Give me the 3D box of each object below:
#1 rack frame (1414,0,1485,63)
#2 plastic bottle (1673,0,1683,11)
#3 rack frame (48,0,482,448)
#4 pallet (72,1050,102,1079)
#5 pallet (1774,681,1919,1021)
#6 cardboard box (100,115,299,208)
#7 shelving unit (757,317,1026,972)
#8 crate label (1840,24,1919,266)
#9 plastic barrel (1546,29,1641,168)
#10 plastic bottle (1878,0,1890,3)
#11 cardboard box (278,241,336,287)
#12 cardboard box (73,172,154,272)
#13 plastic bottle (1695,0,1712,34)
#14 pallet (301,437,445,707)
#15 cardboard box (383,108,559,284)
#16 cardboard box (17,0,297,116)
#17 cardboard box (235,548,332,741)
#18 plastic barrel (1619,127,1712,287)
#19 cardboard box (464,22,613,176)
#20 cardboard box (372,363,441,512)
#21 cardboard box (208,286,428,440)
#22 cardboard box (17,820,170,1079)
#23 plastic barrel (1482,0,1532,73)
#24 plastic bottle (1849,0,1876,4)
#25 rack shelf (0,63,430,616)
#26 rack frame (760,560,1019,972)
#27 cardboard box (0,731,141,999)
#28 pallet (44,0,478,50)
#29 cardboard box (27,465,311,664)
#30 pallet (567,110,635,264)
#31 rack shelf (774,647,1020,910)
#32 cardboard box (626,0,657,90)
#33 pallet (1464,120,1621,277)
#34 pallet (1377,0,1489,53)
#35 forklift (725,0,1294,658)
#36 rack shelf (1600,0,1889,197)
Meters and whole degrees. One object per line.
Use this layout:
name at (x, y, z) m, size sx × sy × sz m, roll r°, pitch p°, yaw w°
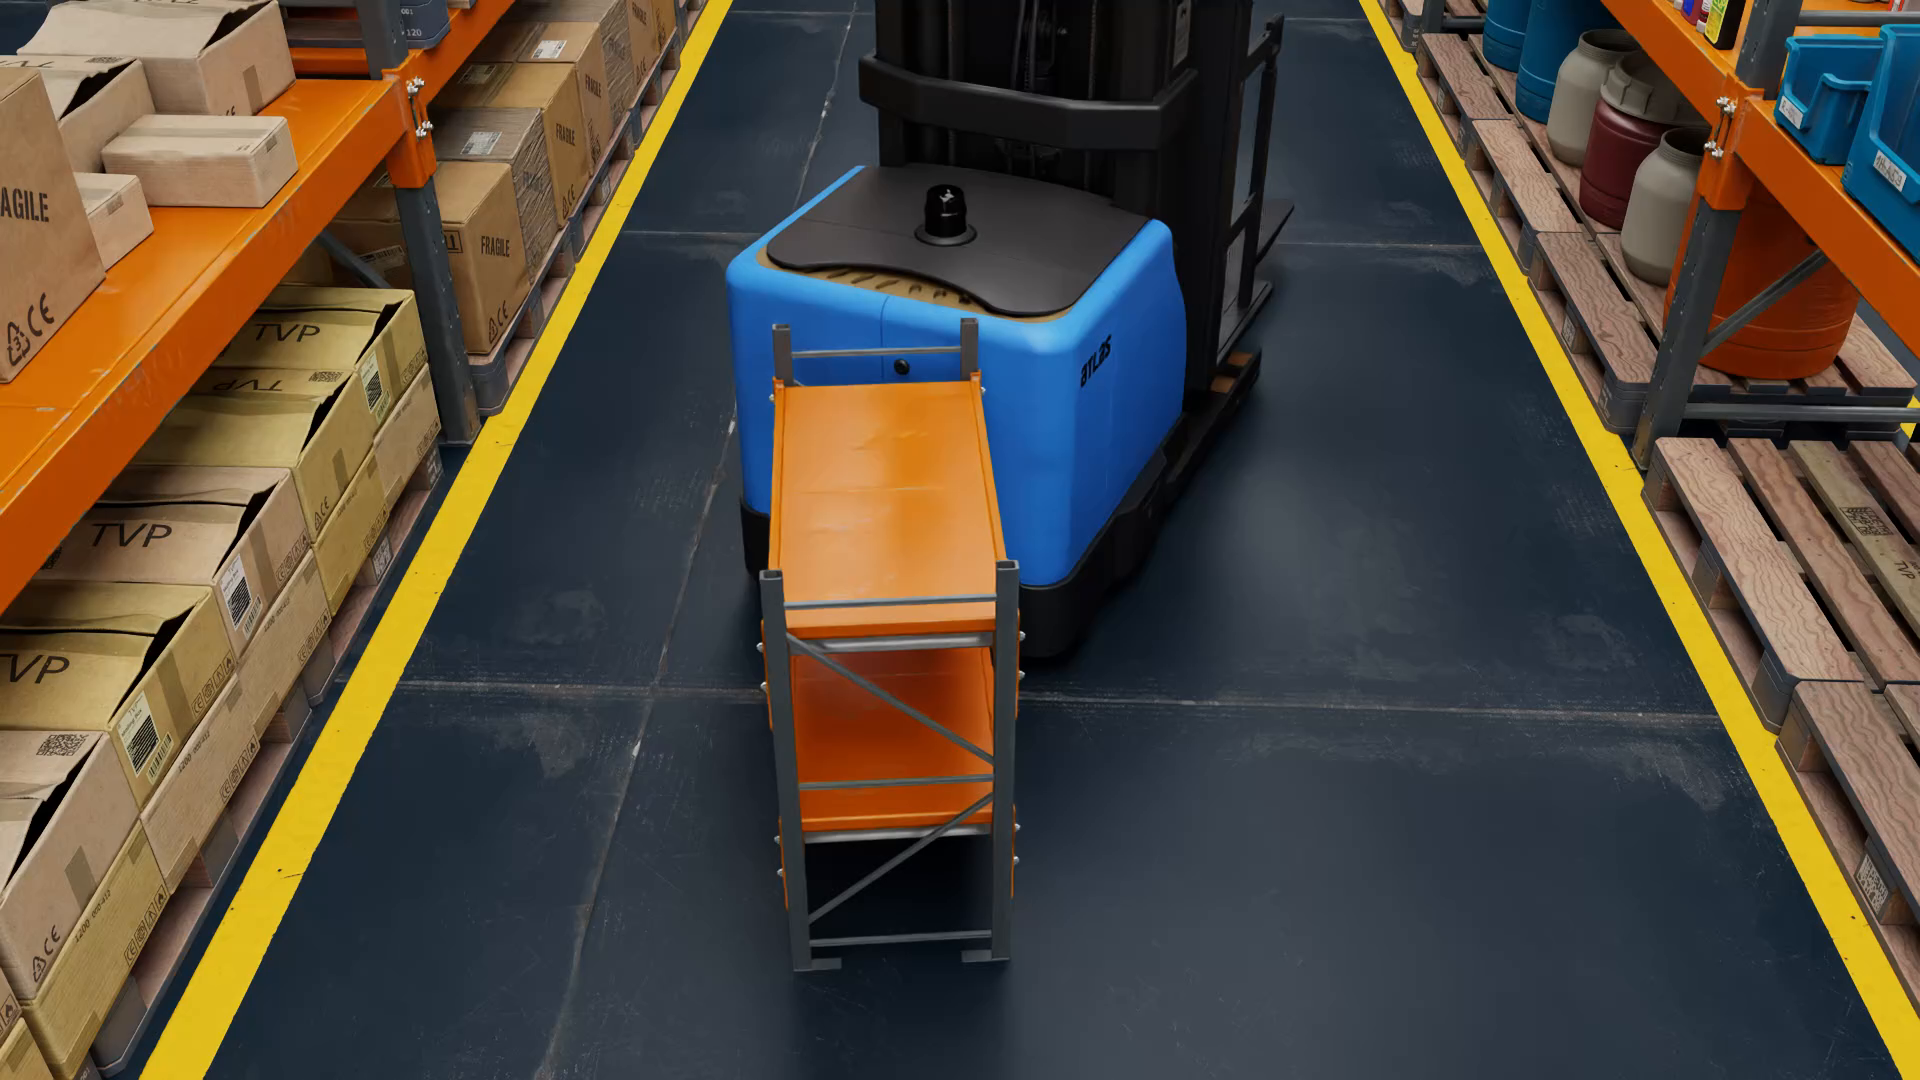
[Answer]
rack frame at (2.941, -3.773, 8.010) m, size 1.000 × 3.000 × 0.127 m, roll 1°, pitch 35°, yaw 2°
plastic bottle at (2.402, -1.834, 5.424) m, size 0.097 × 0.201 × 0.097 m, roll 0°, pitch 35°, yaw 0°
rack frame at (-2.169, -1.592, 4.906) m, size 1.000 × 3.000 × 0.127 m, roll 1°, pitch 35°, yaw 2°
pallet at (-2.339, 1.423, 3.041) m, size 1.003 × 0.211 × 1.213 m, roll 1°, pitch 35°, yaw 2°
pallet at (2.658, 0.809, 3.915) m, size 1.003 × 0.211 × 1.213 m, roll 1°, pitch 35°, yaw 2°
cardboard box at (-1.929, -0.966, 4.234) m, size 0.380 × 0.149 × 0.250 m, roll 1°, pitch 35°, yaw 2°
shelving unit at (-0.170, 0.226, 3.950) m, size 0.538 × 1.125 × 1.048 m, roll -2°, pitch 35°, yaw -3°
crate label at (2.470, -0.925, 3.926) m, size 0.502 × 0.435 × 0.616 m, roll 1°, pitch 35°, yaw 2°
plastic barrel at (2.761, -1.886, 7.123) m, size 0.421 × 0.512 × 0.421 m, roll 0°, pitch 35°, yaw 0°
plastic bottle at (3.139, -1.931, 5.497) m, size 0.152 × 0.276 × 0.135 m, roll 1°, pitch 35°, yaw 2°
cardboard box at (-2.366, -1.292, 6.270) m, size 0.500 × 0.500 × 0.500 m, roll 3°, pitch 35°, yaw 4°
cardboard box at (-2.164, -0.755, 3.934) m, size 0.380 × 0.149 × 0.250 m, roll 4°, pitch 35°, yaw 5°
plastic bottle at (2.393, -1.702, 5.236) m, size 0.097 × 0.201 × 0.097 m, roll 0°, pitch 35°, yaw 0°
pallet at (-2.241, 0.021, 5.036) m, size 1.003 × 0.211 × 1.213 m, roll 1°, pitch 35°, yaw 2°
cardboard box at (-1.850, -1.305, 6.289) m, size 0.500 × 0.500 × 0.500 m, roll 0°, pitch 35°, yaw 0°
cardboard box at (-2.228, -1.347, 4.636) m, size 0.500 × 0.311 × 0.500 m, roll 3°, pitch 35°, yaw 5°
cardboard box at (-1.987, 0.255, 4.305) m, size 0.500 × 0.250 × 0.500 m, roll 2°, pitch 35°, yaw 3°
plastic barrel at (2.716, -1.237, 6.200) m, size 0.421 × 0.512 × 0.421 m, roll 0°, pitch 35°, yaw 0°
cardboard box at (-1.809, -1.893, 7.126) m, size 0.500 × 0.500 × 0.500 m, roll 0°, pitch 35°, yaw 0°
cardboard box at (-1.947, -0.330, 5.138) m, size 0.500 × 0.250 × 0.500 m, roll 2°, pitch 35°, yaw 3°
cardboard box at (-1.944, -0.561, 4.978) m, size 0.500 × 0.311 × 0.500 m, roll 2°, pitch 35°, yaw 3°
cardboard box at (-2.026, 0.842, 3.469) m, size 0.500 × 0.250 × 0.500 m, roll 0°, pitch 35°, yaw 0°
plastic barrel at (2.902, -2.774, 8.048) m, size 0.600 × 0.901 × 0.708 m, roll 1°, pitch 35°, yaw 2°
plastic bottle at (3.013, -1.893, 5.507) m, size 0.097 × 0.201 × 0.097 m, roll 0°, pitch 35°, yaw 0°
rack shelf at (-2.250, -0.148, 3.478) m, size 1.077 × 0.370 × 4.000 m, roll 1°, pitch 35°, yaw 2°
rack frame at (-0.136, 0.517, 3.535) m, size 0.500 × 1.125 × 0.032 m, roll -2°, pitch 35°, yaw -3°
cardboard box at (-2.020, 0.614, 3.306) m, size 0.500 × 0.311 × 0.500 m, roll 0°, pitch 35°, yaw 0°
pallet at (-2.212, -1.904, 5.517) m, size 1.213 × 0.211 × 1.003 m, roll 1°, pitch 35°, yaw 2°
cardboard box at (-1.982, 0.028, 4.141) m, size 0.500 × 0.311 × 0.500 m, roll 1°, pitch 35°, yaw 2°
pallet at (-2.050, -1.578, 7.311) m, size 1.003 × 0.211 × 1.213 m, roll 1°, pitch 35°, yaw 2°
rack shelf at (-0.170, 0.426, 4.091) m, size 0.538 × 0.278 × 1.000 m, roll -2°, pitch 35°, yaw -3°
cardboard box at (-1.770, -2.473, 7.951) m, size 0.500 × 0.500 × 0.500 m, roll 1°, pitch 35°, yaw 2°
pallet at (2.822, -1.487, 7.182) m, size 1.003 × 0.211 × 1.213 m, roll 1°, pitch 35°, yaw 2°
pallet at (2.931, -3.056, 9.414) m, size 1.003 × 0.211 × 1.213 m, roll 1°, pitch 35°, yaw 2°
forklift at (0.432, -1.707, 5.129) m, size 1.130 × 2.935 × 3.031 m, roll 15°, pitch 38°, yaw 20°
rack shelf at (2.860, -2.330, 6.582) m, size 1.077 × 0.370 × 4.000 m, roll 1°, pitch 35°, yaw 2°
